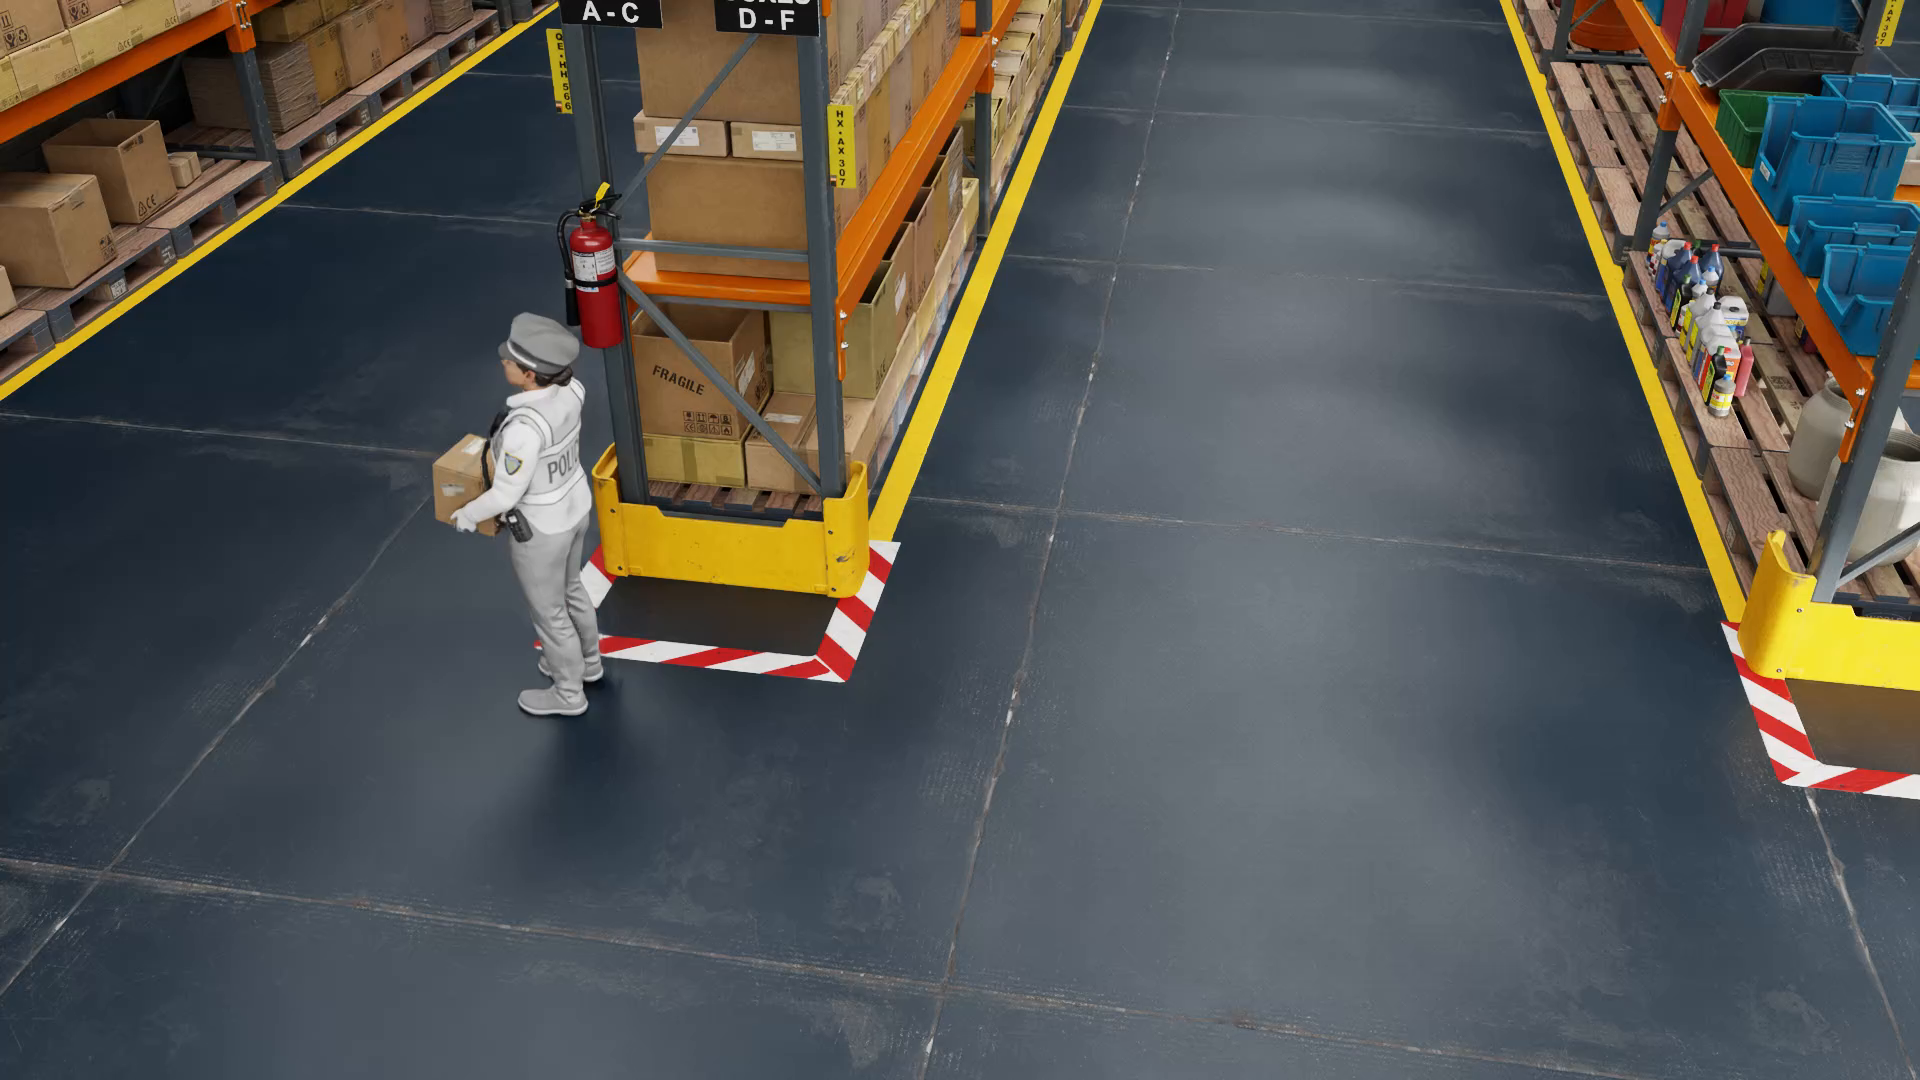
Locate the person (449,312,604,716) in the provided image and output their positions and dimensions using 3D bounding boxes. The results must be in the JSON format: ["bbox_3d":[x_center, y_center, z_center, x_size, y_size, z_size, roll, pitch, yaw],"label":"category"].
[{"bbox_3d":[-1.595,-0.074,6.218,0.543,1.700,0.491,7,33,11],"label":"person"}]
